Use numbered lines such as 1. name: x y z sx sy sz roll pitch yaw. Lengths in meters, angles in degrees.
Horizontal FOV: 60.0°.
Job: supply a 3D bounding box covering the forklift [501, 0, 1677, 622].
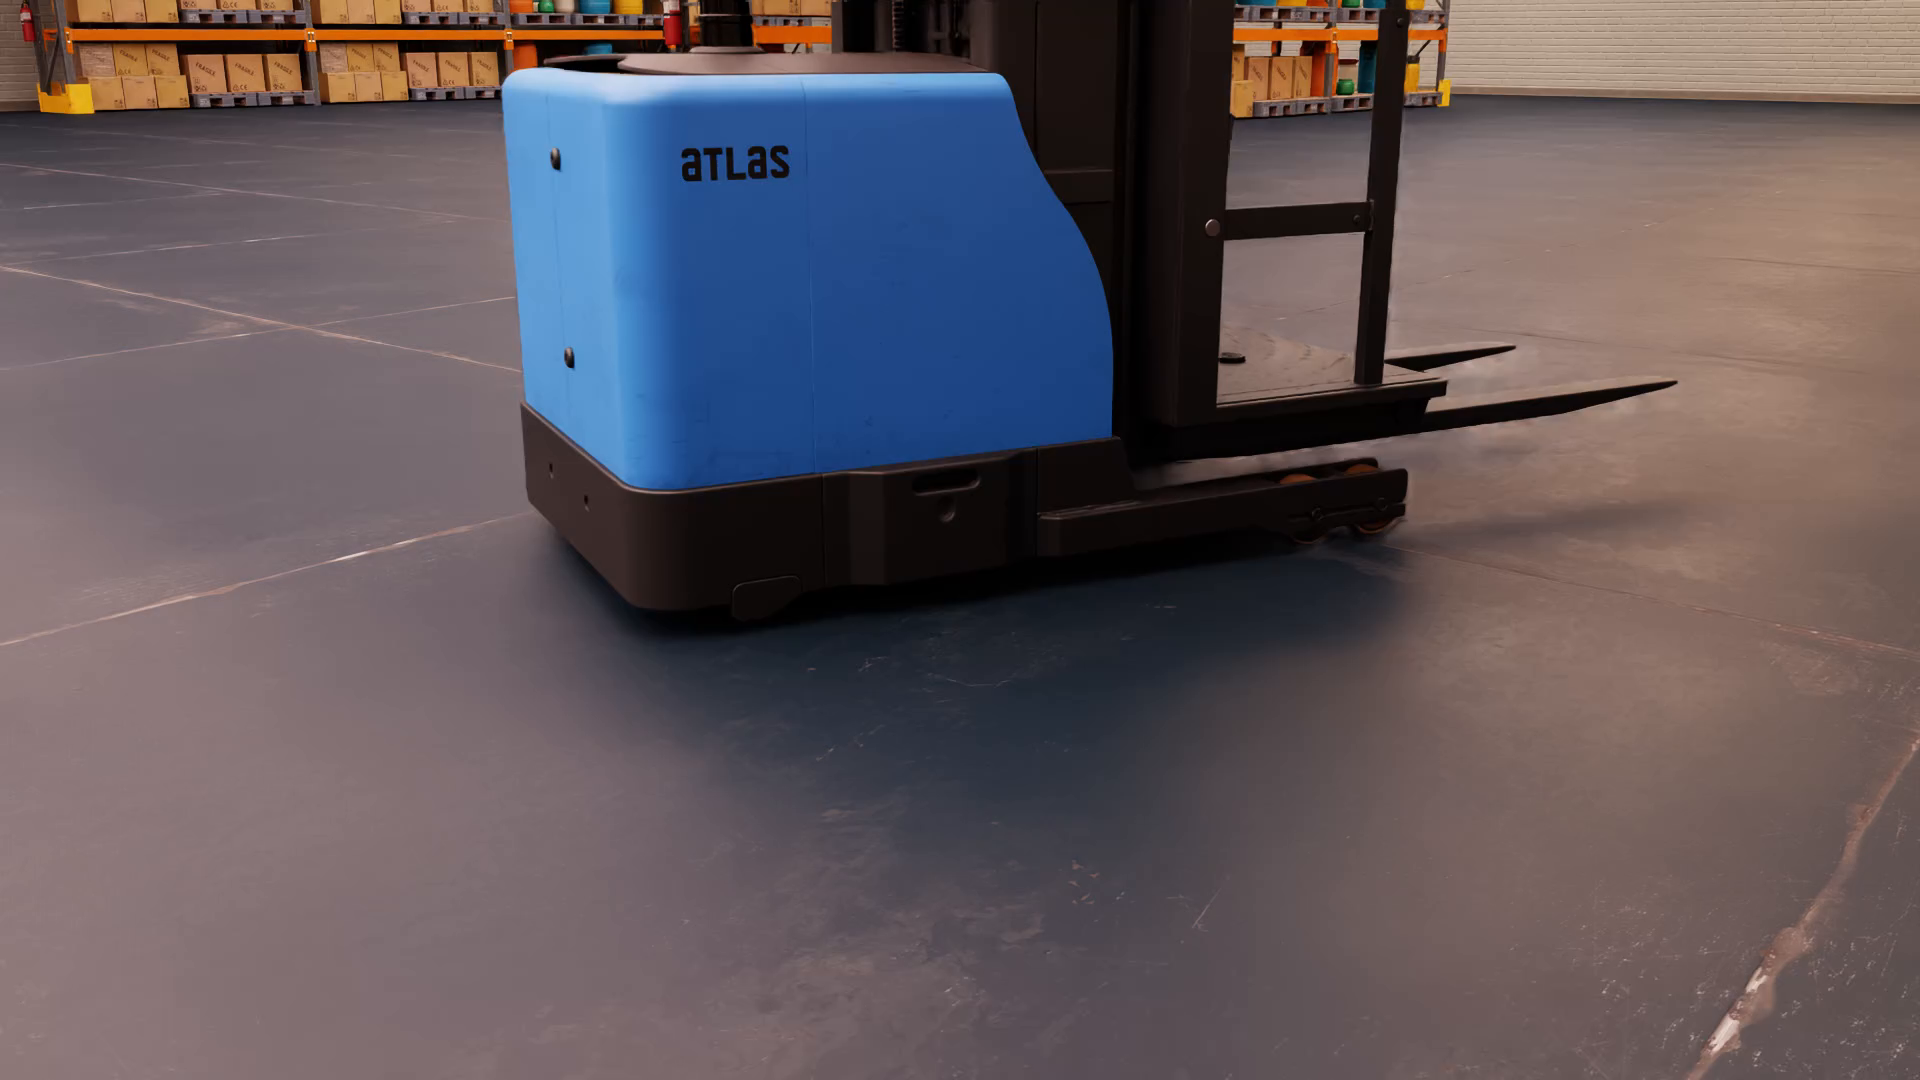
1. forklift: 0.501 -1.519 3.899 3.031 2.935 1.130 -8 19 -26
